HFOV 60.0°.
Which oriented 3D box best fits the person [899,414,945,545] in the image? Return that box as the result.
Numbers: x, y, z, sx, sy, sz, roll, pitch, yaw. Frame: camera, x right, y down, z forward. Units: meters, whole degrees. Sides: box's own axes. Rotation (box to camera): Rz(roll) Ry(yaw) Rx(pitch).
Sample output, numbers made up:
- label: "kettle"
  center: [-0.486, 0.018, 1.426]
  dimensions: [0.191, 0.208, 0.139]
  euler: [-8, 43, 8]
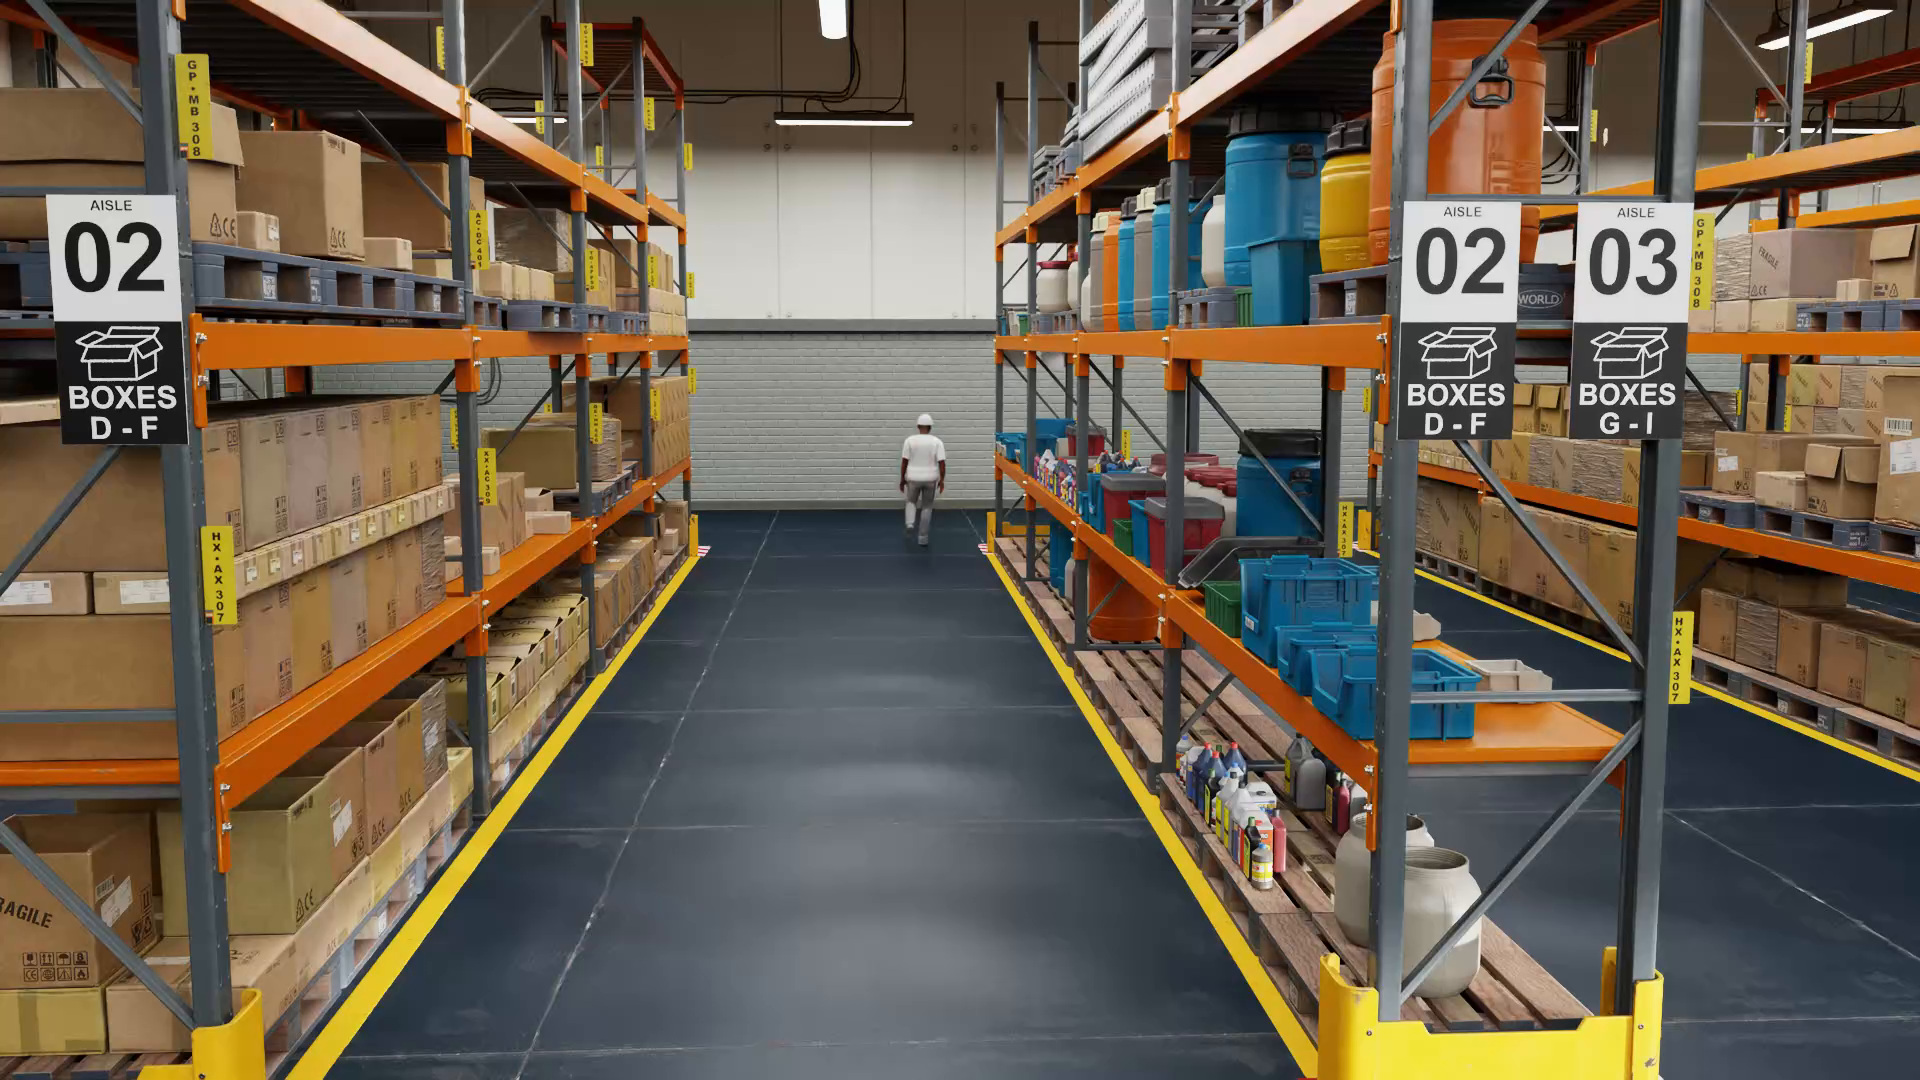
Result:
- label: "person"
  center: [-0.500, -0.809, 22.278]
  dimensions: [0.624, 1.753, 0.492]
  euler: [0, 7, 3]
